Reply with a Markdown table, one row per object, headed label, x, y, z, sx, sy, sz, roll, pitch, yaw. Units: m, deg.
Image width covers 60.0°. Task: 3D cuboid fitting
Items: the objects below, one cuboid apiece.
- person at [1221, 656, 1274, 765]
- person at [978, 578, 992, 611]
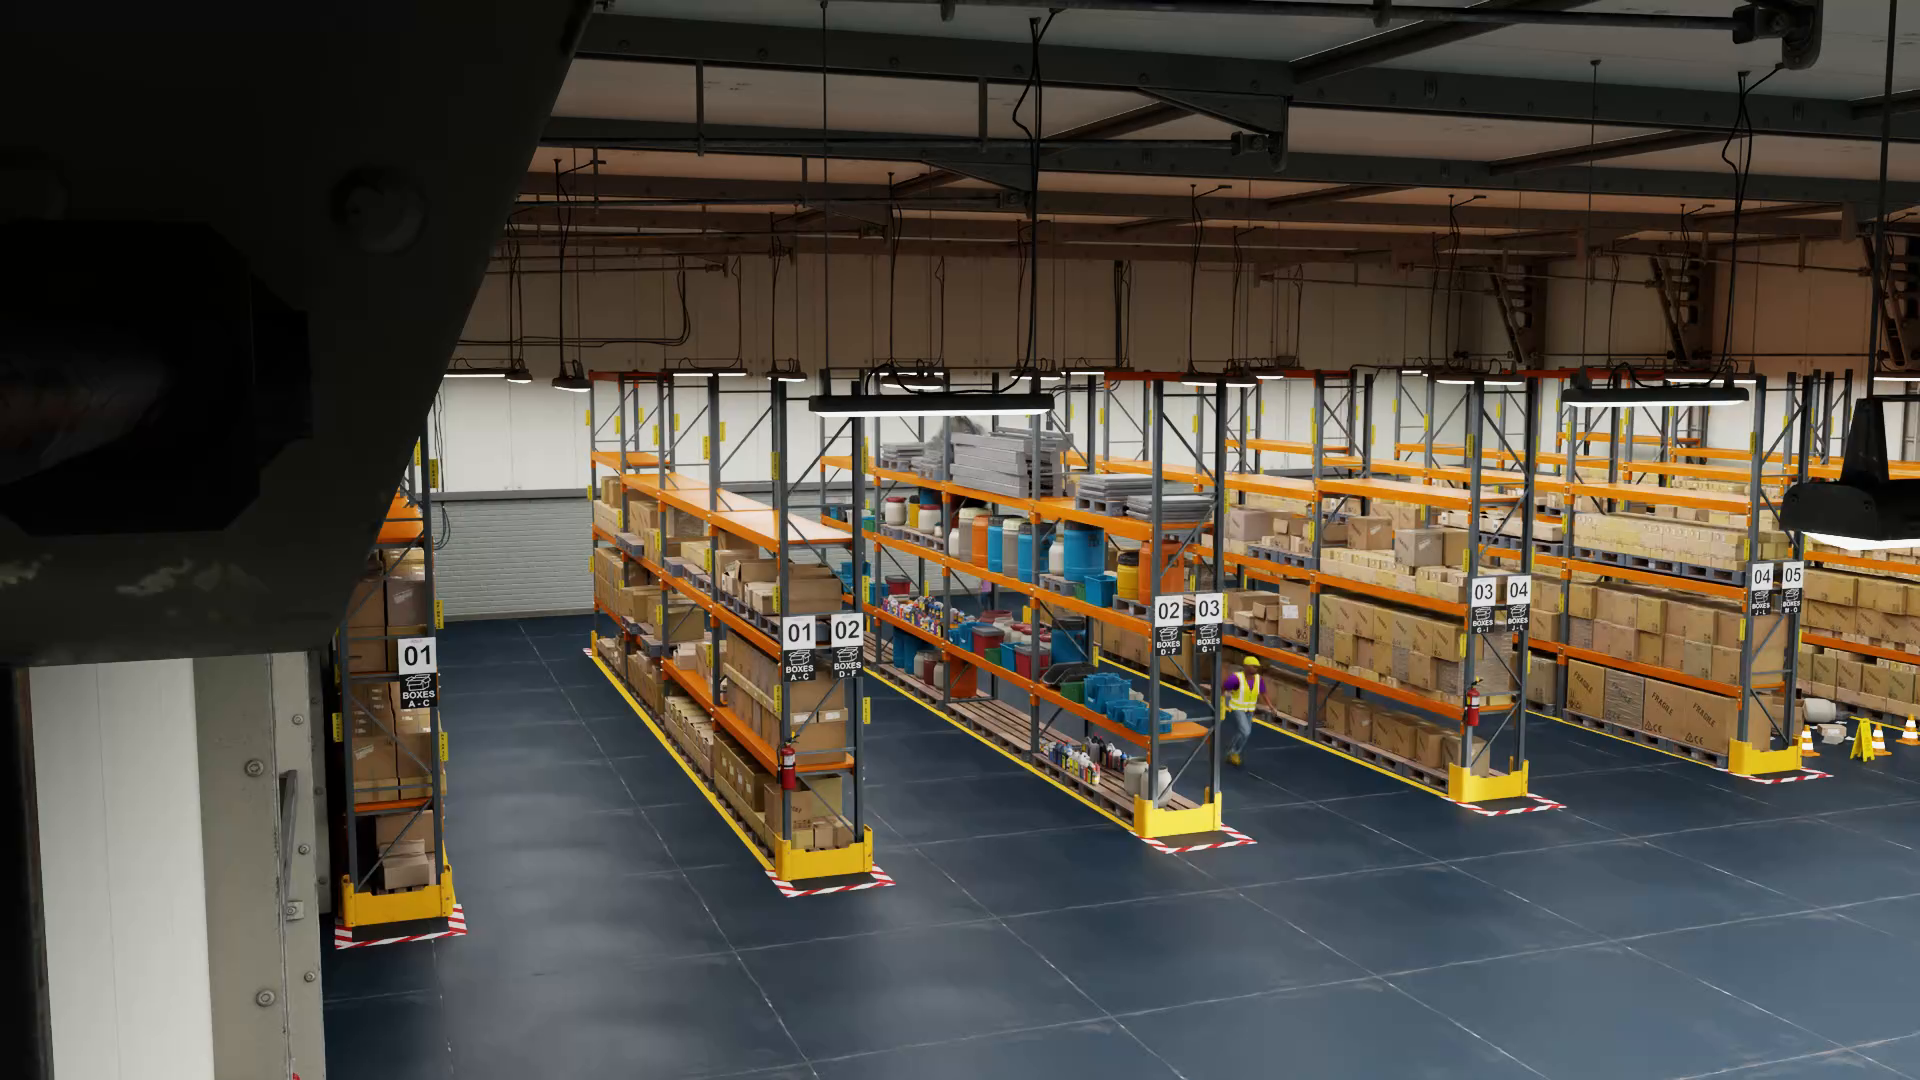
| label | x | y | z | sx | sy | sz | roll | pitch | yaw |
| --- | --- | --- | --- | --- | --- | --- | --- | --- | --- |
| person | 4.400 | 2.615 | 25.541 | 0.680 | 1.708 | 0.821 | -4 | 7 | -29 |
| person | 0.648 | 1.229 | 38.808 | 0.622 | 1.574 | 0.575 | -2 | 7 | -21 |
